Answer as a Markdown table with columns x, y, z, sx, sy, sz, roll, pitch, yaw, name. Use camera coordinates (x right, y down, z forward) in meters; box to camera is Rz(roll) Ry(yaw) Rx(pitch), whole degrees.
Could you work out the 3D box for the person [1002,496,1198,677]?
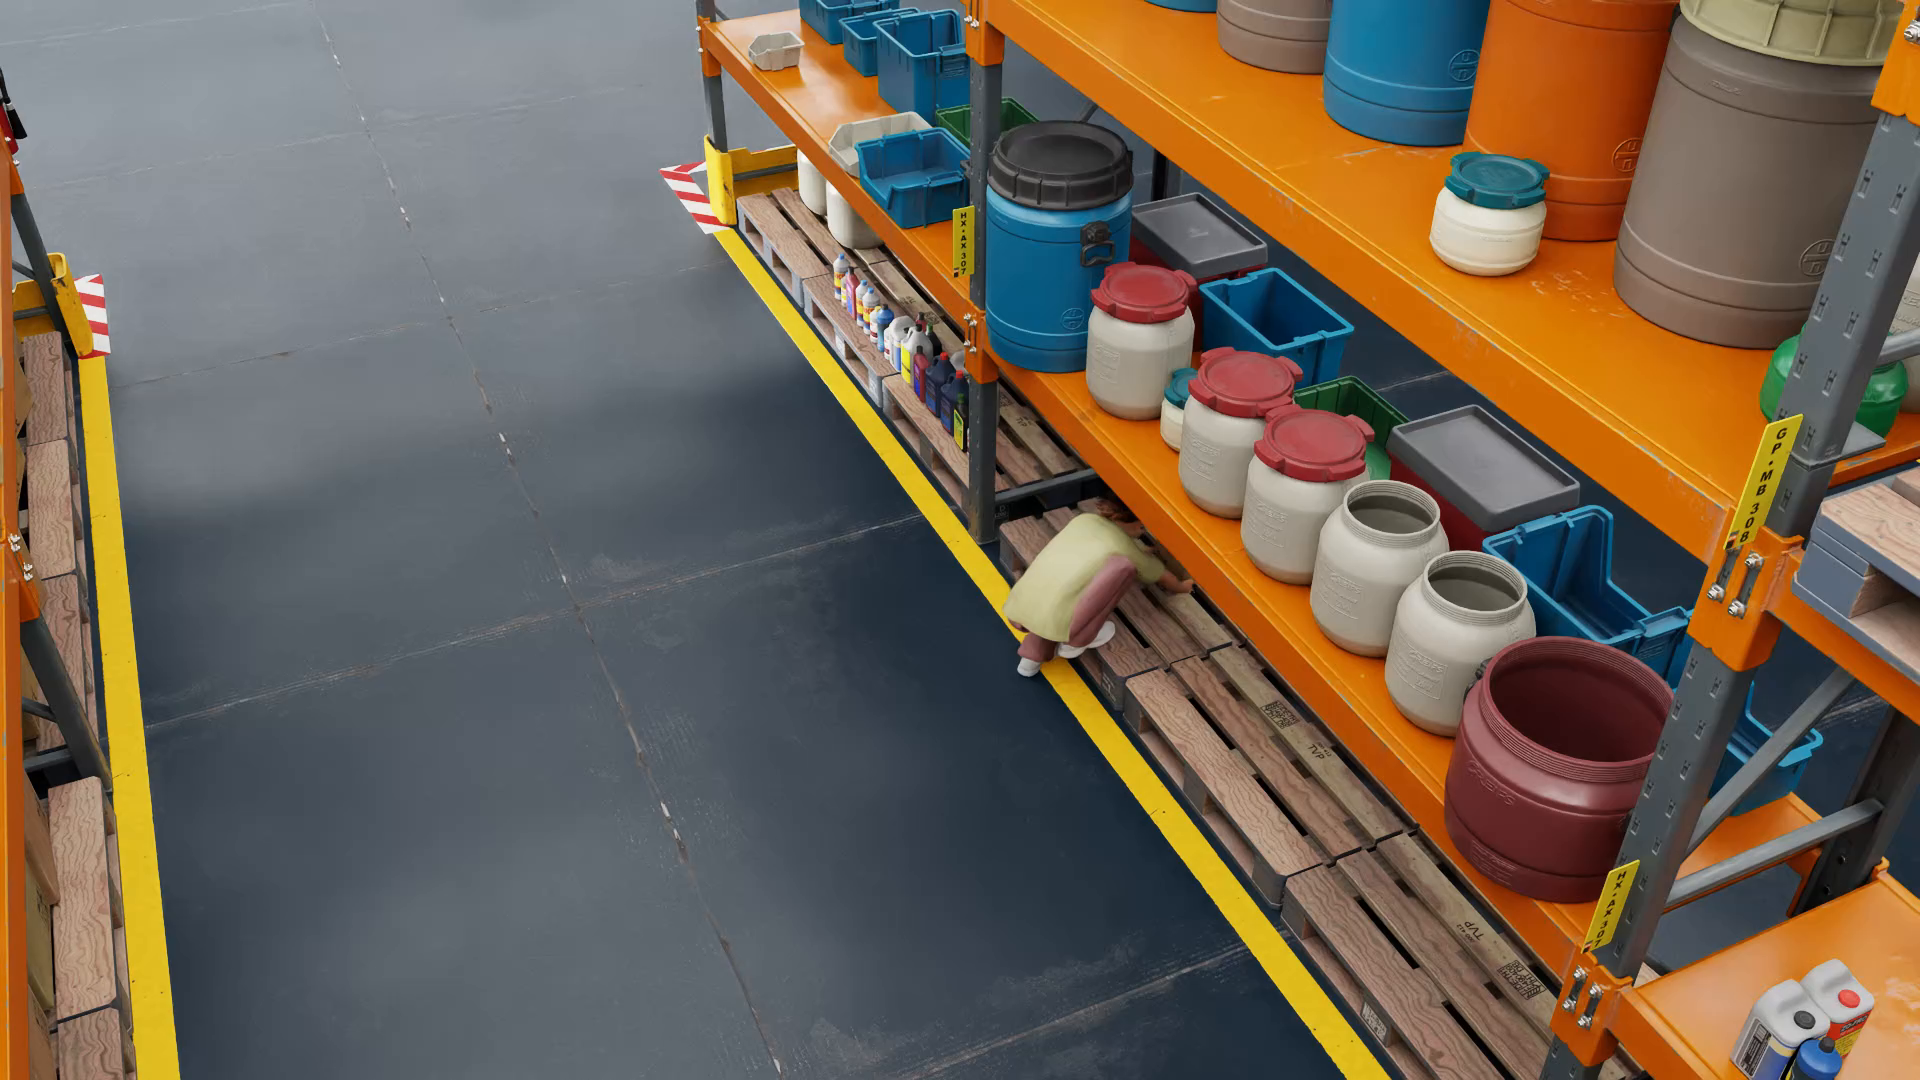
| x | y | z | sx | sy | sz | roll | pitch | yaw | name |
| --- | --- | --- | --- | --- | --- | --- | --- | --- | --- |
| 0.627 | 0.185 | 7.352 | 1.035 | 0.781 | 0.469 | -28 | 45 | -31 | person |
